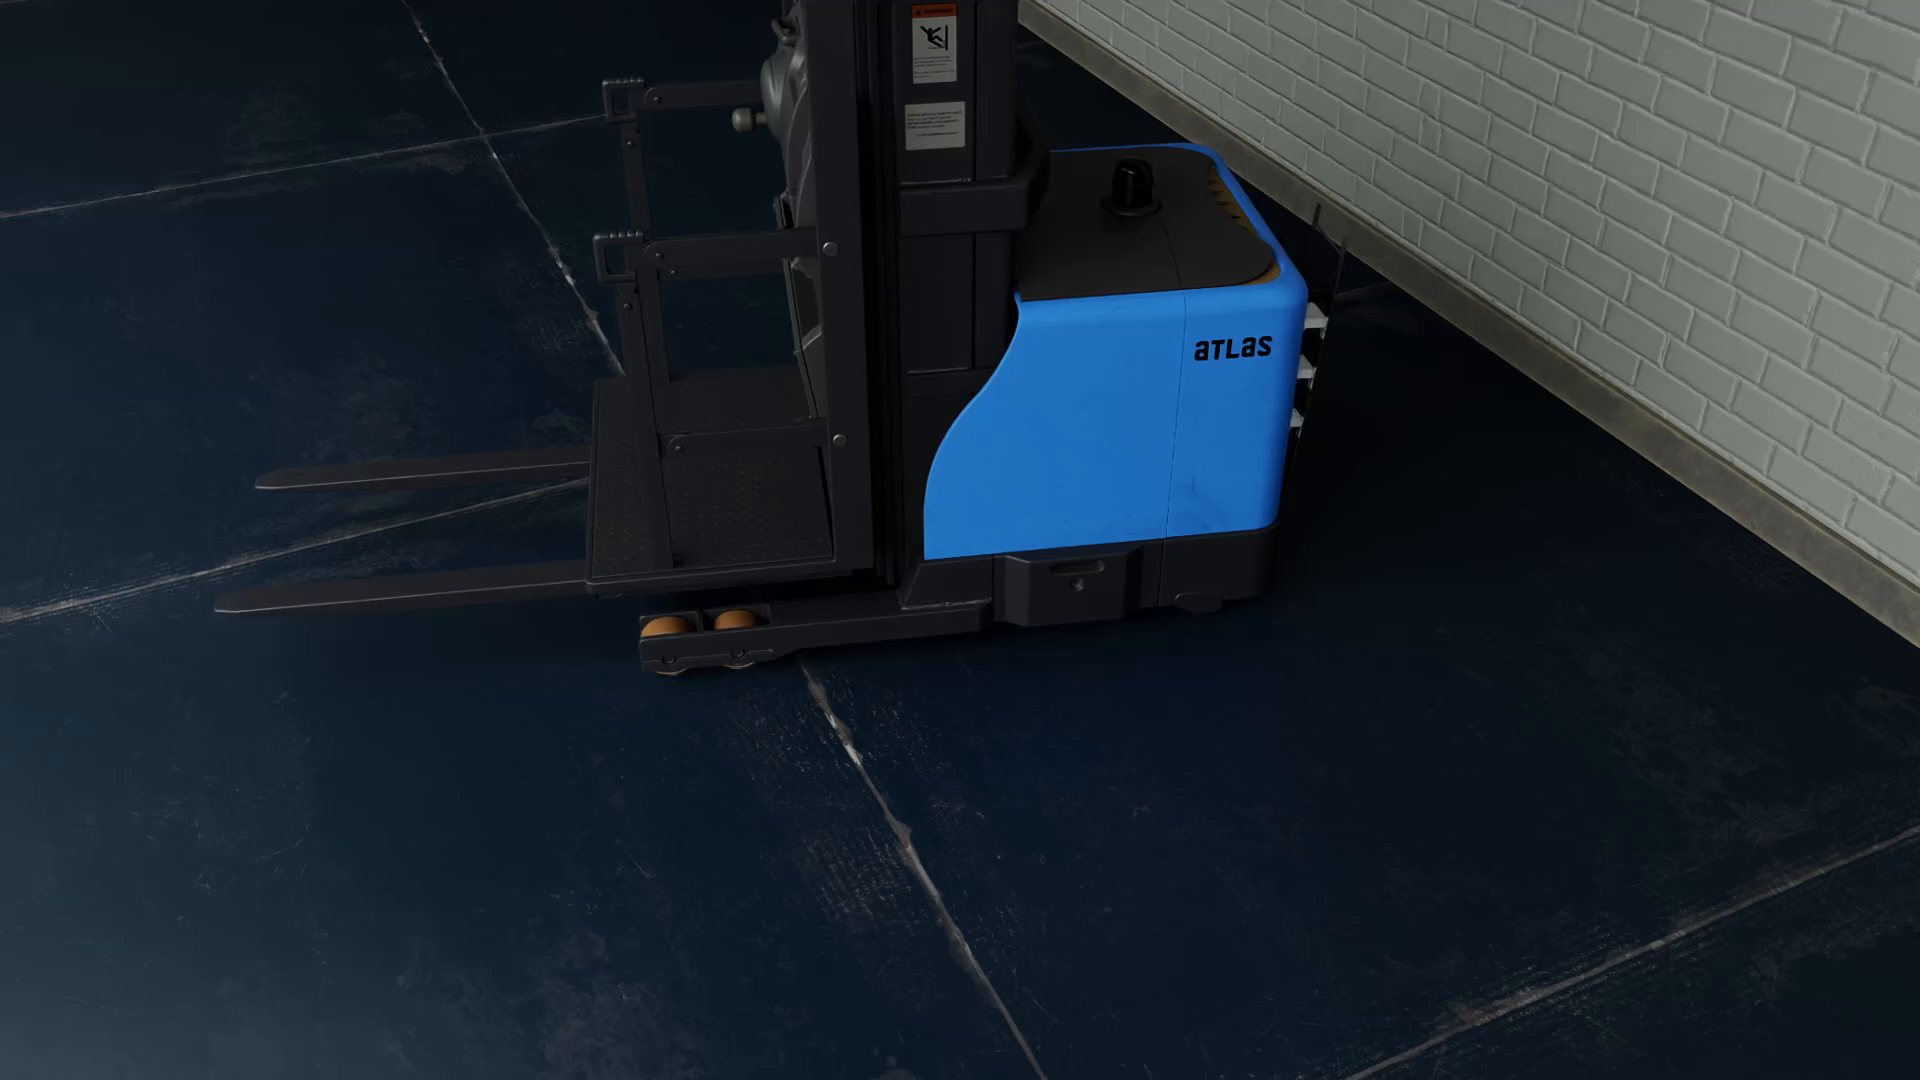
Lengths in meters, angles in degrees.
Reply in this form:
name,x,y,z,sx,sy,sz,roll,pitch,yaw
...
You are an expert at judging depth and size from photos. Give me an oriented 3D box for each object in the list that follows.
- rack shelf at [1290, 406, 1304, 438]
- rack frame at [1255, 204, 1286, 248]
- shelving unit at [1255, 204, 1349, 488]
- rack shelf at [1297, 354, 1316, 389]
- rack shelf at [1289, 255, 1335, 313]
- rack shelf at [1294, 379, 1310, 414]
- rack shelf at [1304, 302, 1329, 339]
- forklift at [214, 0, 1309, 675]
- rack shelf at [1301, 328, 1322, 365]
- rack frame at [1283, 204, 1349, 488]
name,x,y,z,sx,sy,sz,roll,pitch,yaw
rack shelf,0.975,-0.429,5.416,0.200,0.077,0.258,-3,36,-13
rack frame,0.895,-0.597,5.270,0.006,0.900,0.240,-3,36,-13
shelving unit,0.994,-0.602,5.293,0.210,0.900,0.258,-3,36,-13
rack shelf,0.991,-0.575,5.312,0.200,0.077,0.258,-3,36,-13
rack shelf,1.015,-0.794,5.156,0.200,0.077,0.258,-3,36,-13
rack shelf,0.983,-0.502,5.364,0.200,0.077,0.258,-3,36,-13
rack shelf,1.007,-0.721,5.208,0.200,0.077,0.258,-3,36,-13
forklift,-0.623,-1.132,4.316,3.031,2.935,1.130,-5,37,-7
rack shelf,0.999,-0.648,5.260,0.200,0.077,0.258,-3,36,-13
rack frame,1.093,-0.607,5.315,0.006,0.900,0.240,-3,36,-13
